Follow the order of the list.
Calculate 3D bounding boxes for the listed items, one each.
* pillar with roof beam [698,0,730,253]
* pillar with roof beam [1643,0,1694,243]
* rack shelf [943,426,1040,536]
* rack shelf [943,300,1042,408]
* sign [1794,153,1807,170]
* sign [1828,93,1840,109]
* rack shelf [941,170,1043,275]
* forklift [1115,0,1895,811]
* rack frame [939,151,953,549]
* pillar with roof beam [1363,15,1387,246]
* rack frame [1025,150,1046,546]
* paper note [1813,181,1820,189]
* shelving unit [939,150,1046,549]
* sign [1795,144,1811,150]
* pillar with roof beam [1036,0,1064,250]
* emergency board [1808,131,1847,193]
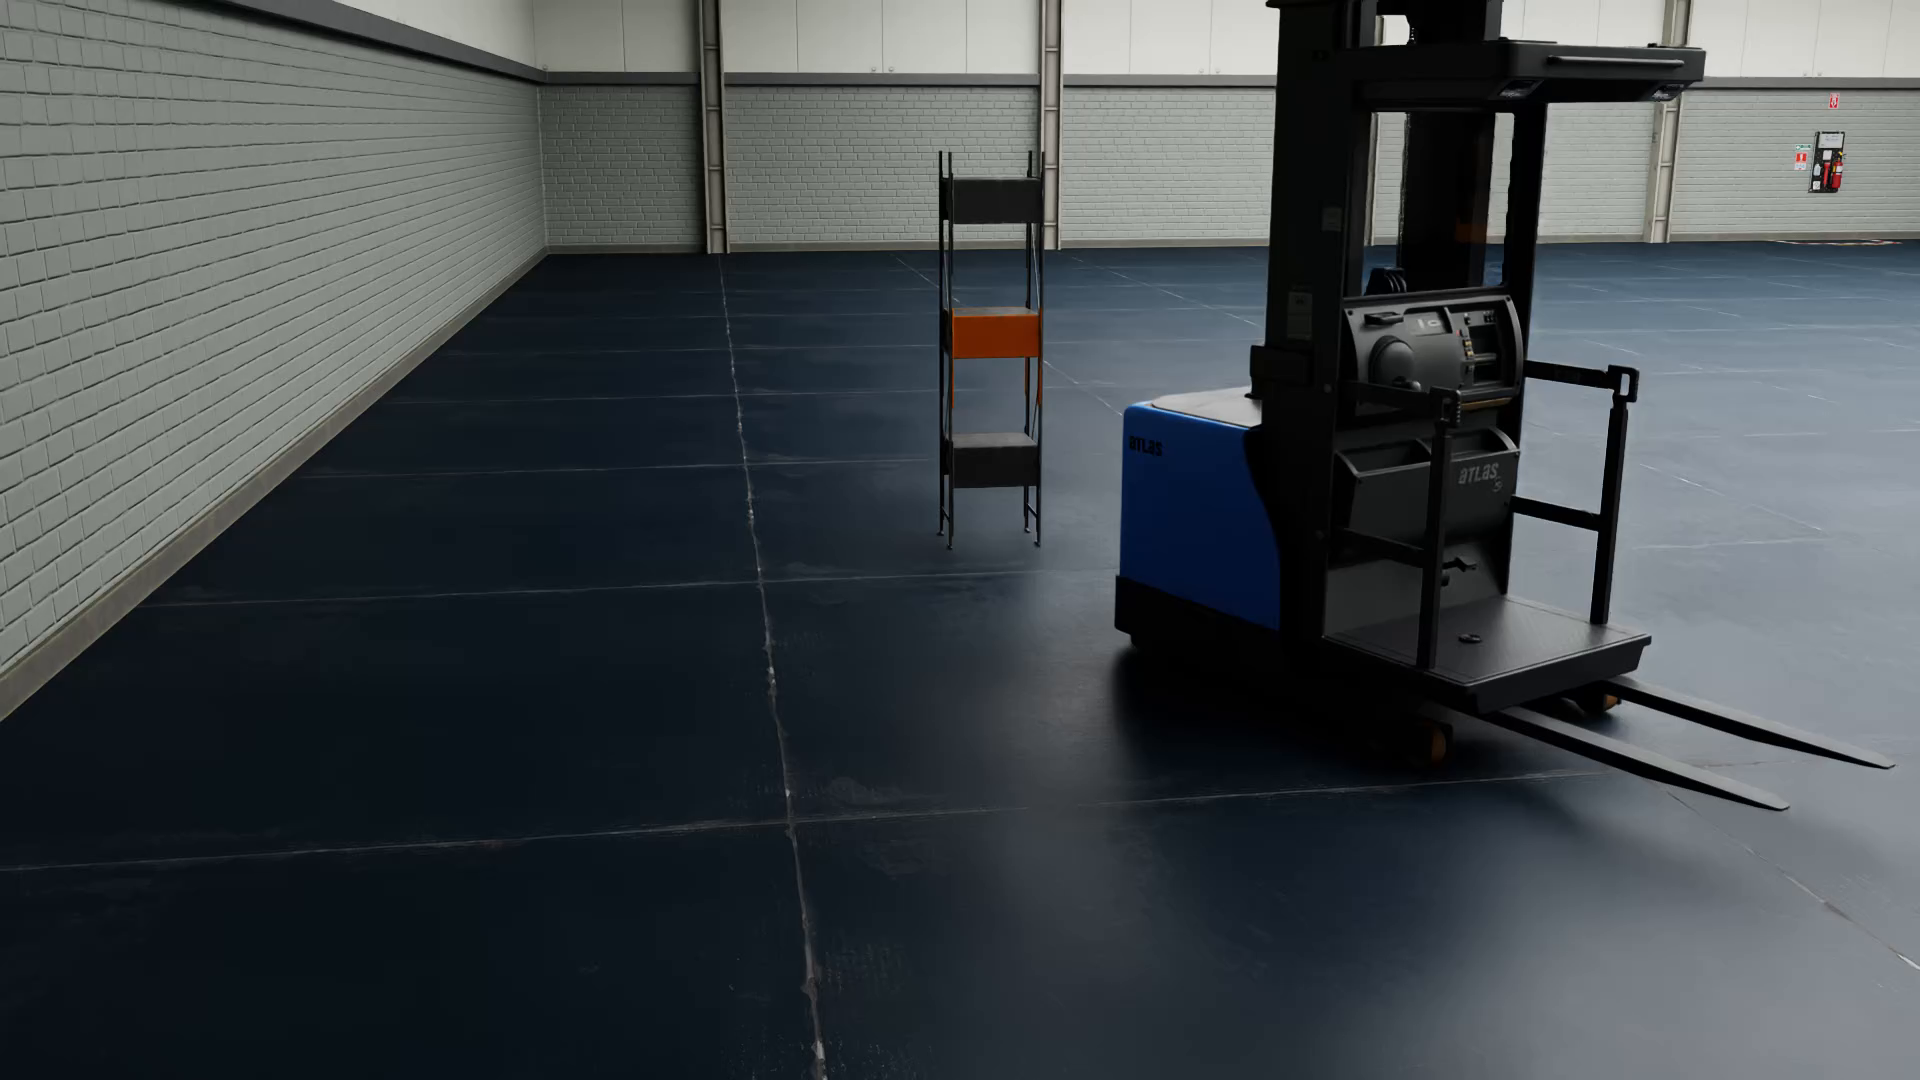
[{"bbox_3d":[-3.667,-8.454,24.433,0.400,9.000,9.100,-2,14,-8],"label":"pillar with roof beam"},{"bbox_3d":[14.133,-9.106,27.034,0.400,9.000,9.100,-2,14,-8],"label":"pillar with roof beam"},{"bbox_3d":[0.164,-0.332,9.164,0.480,0.518,0.431,-2,14,-8],"label":"rack shelf"},{"bbox_3d":[0.164,-1.011,8.994,0.480,0.518,0.431,-2,14,-8],"label":"rack shelf"},{"bbox_3d":[16.413,-7.391,32.454,0.234,0.329,0.001,-2,14,-8],"label":"sign"},{"bbox_3d":[16.952,-8.517,32.251,0.199,0.298,0.001,-2,14,-8],"label":"sign"},{"bbox_3d":[0.164,-1.690,8.823,0.480,0.518,0.431,-2,14,-8],"label":"rack shelf"},{"bbox_3d":[1.923,-0.738,6.139,1.130,2.935,3.031,-9,17,-33],"label":"forklift"},{"bbox_3d":[-0.078,-1.016,8.955,0.015,2.100,0.400,-2,14,-8],"label":"rack frame"},{"bbox_3d":[8.200,-8.889,26.167,0.400,9.000,9.100,-2,14,-8],"label":"pillar with roof beam"},{"bbox_3d":[0.405,-1.033,9.026,0.015,2.100,0.400,-2,14,-8],"label":"rack frame"},{"bbox_3d":[16.790,-6.952,32.587,0.142,0.148,0.016,-2,14,-8],"label":"paper note"},{"bbox_3d":[0.164,-1.024,8.990,0.503,2.100,0.431,-2,14,-8],"label":"shelving unit"},{"bbox_3d":[16.419,-7.646,32.381,0.331,0.109,0.001,-2,14,-8],"label":"sign"},{"bbox_3d":[2.267,-8.671,25.300,0.400,9.000,9.100,-2,14,-8],"label":"pillar with roof beam"},{"bbox_3d":[16.975,-7.369,32.439,0.643,1.169,0.194,-2,14,-8],"label":"emergency board"}]
